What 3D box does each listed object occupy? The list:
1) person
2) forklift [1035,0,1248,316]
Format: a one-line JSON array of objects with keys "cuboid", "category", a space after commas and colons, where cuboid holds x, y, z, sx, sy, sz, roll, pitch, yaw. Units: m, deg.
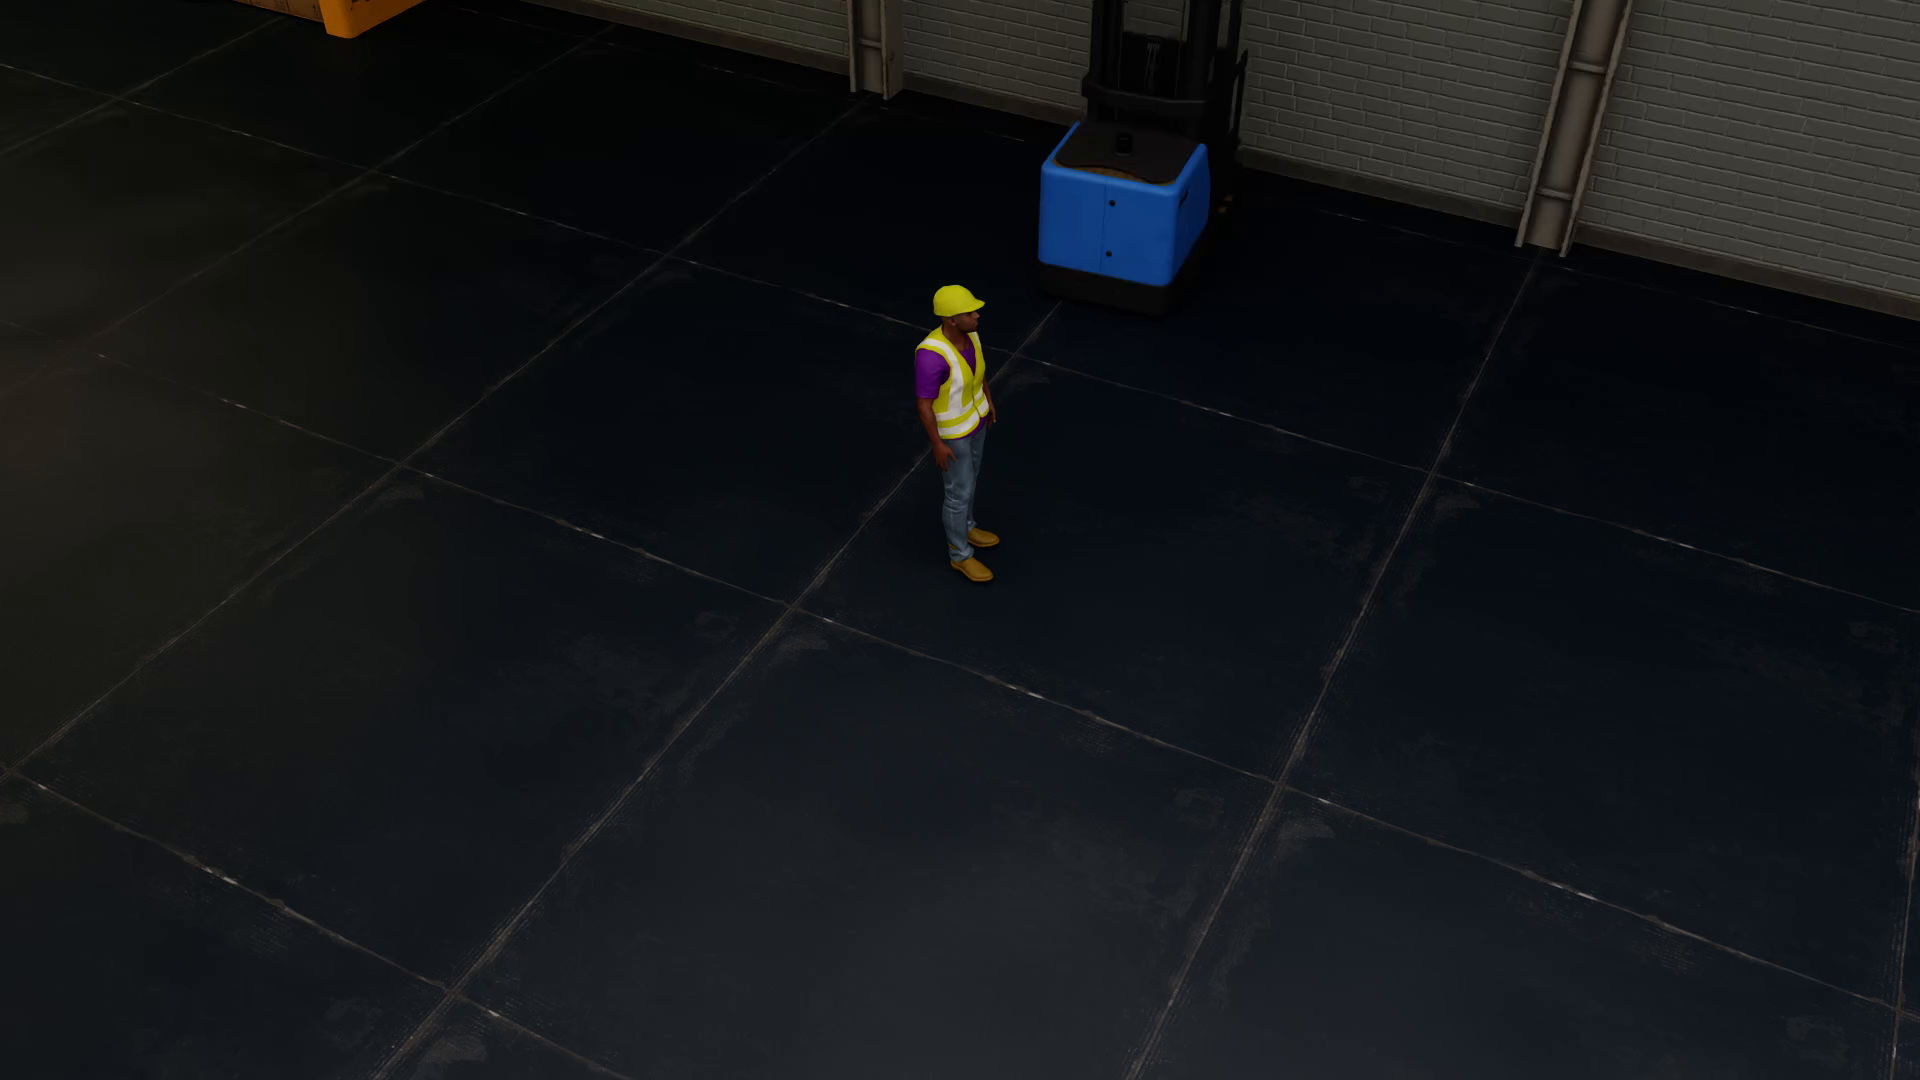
[{"cuboid": [0.060, -0.657, 9.659, 0.575, 1.768, 0.665, 18, 43, 21], "category": "person"}, {"cuboid": [1.584, -3.705, 12.385, 1.130, 2.935, 3.031, 15, 42, 17], "category": "forklift"}]
